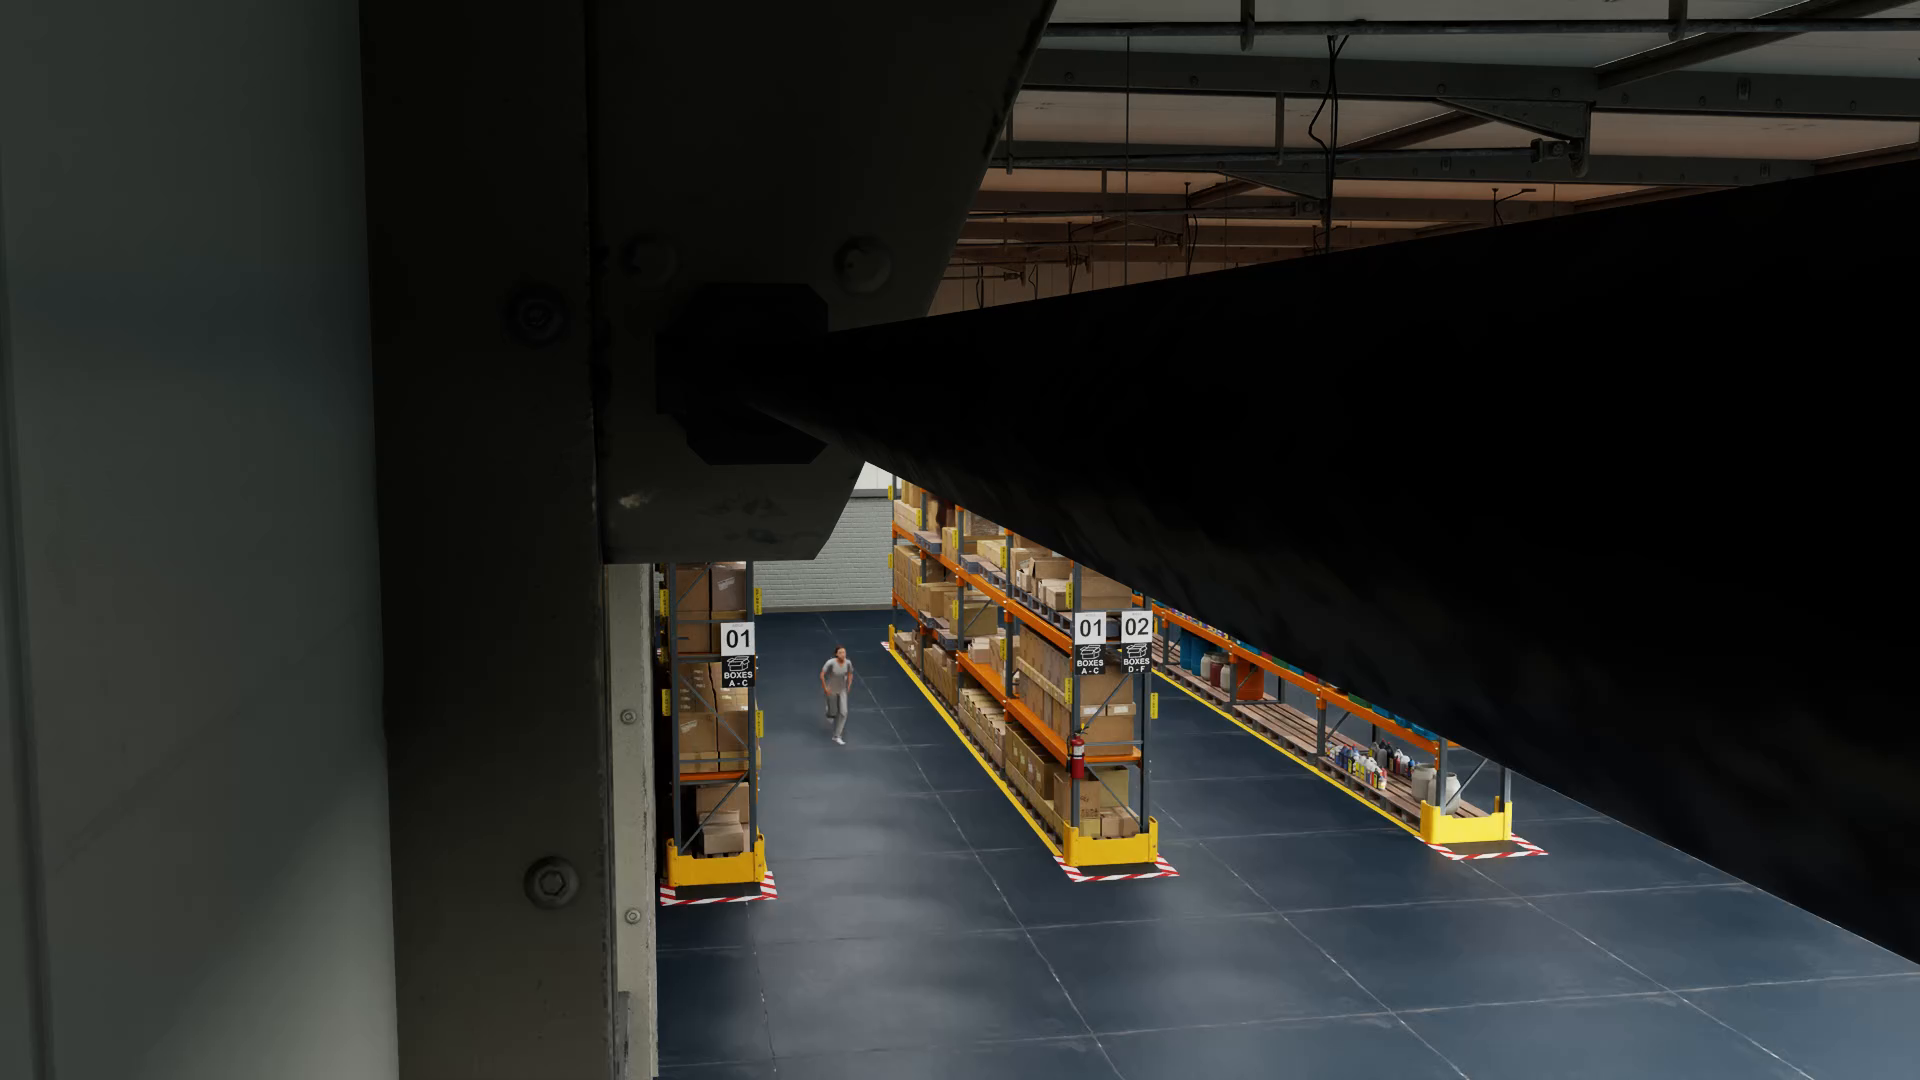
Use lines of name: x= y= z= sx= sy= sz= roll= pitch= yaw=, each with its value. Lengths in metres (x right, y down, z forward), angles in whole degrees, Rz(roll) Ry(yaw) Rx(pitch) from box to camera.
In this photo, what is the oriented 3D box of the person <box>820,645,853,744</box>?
person: x=-2.066 y=2.547 z=27.790 sx=0.574 sy=1.645 sz=0.822 roll=-2 pitch=7 yaw=-21
